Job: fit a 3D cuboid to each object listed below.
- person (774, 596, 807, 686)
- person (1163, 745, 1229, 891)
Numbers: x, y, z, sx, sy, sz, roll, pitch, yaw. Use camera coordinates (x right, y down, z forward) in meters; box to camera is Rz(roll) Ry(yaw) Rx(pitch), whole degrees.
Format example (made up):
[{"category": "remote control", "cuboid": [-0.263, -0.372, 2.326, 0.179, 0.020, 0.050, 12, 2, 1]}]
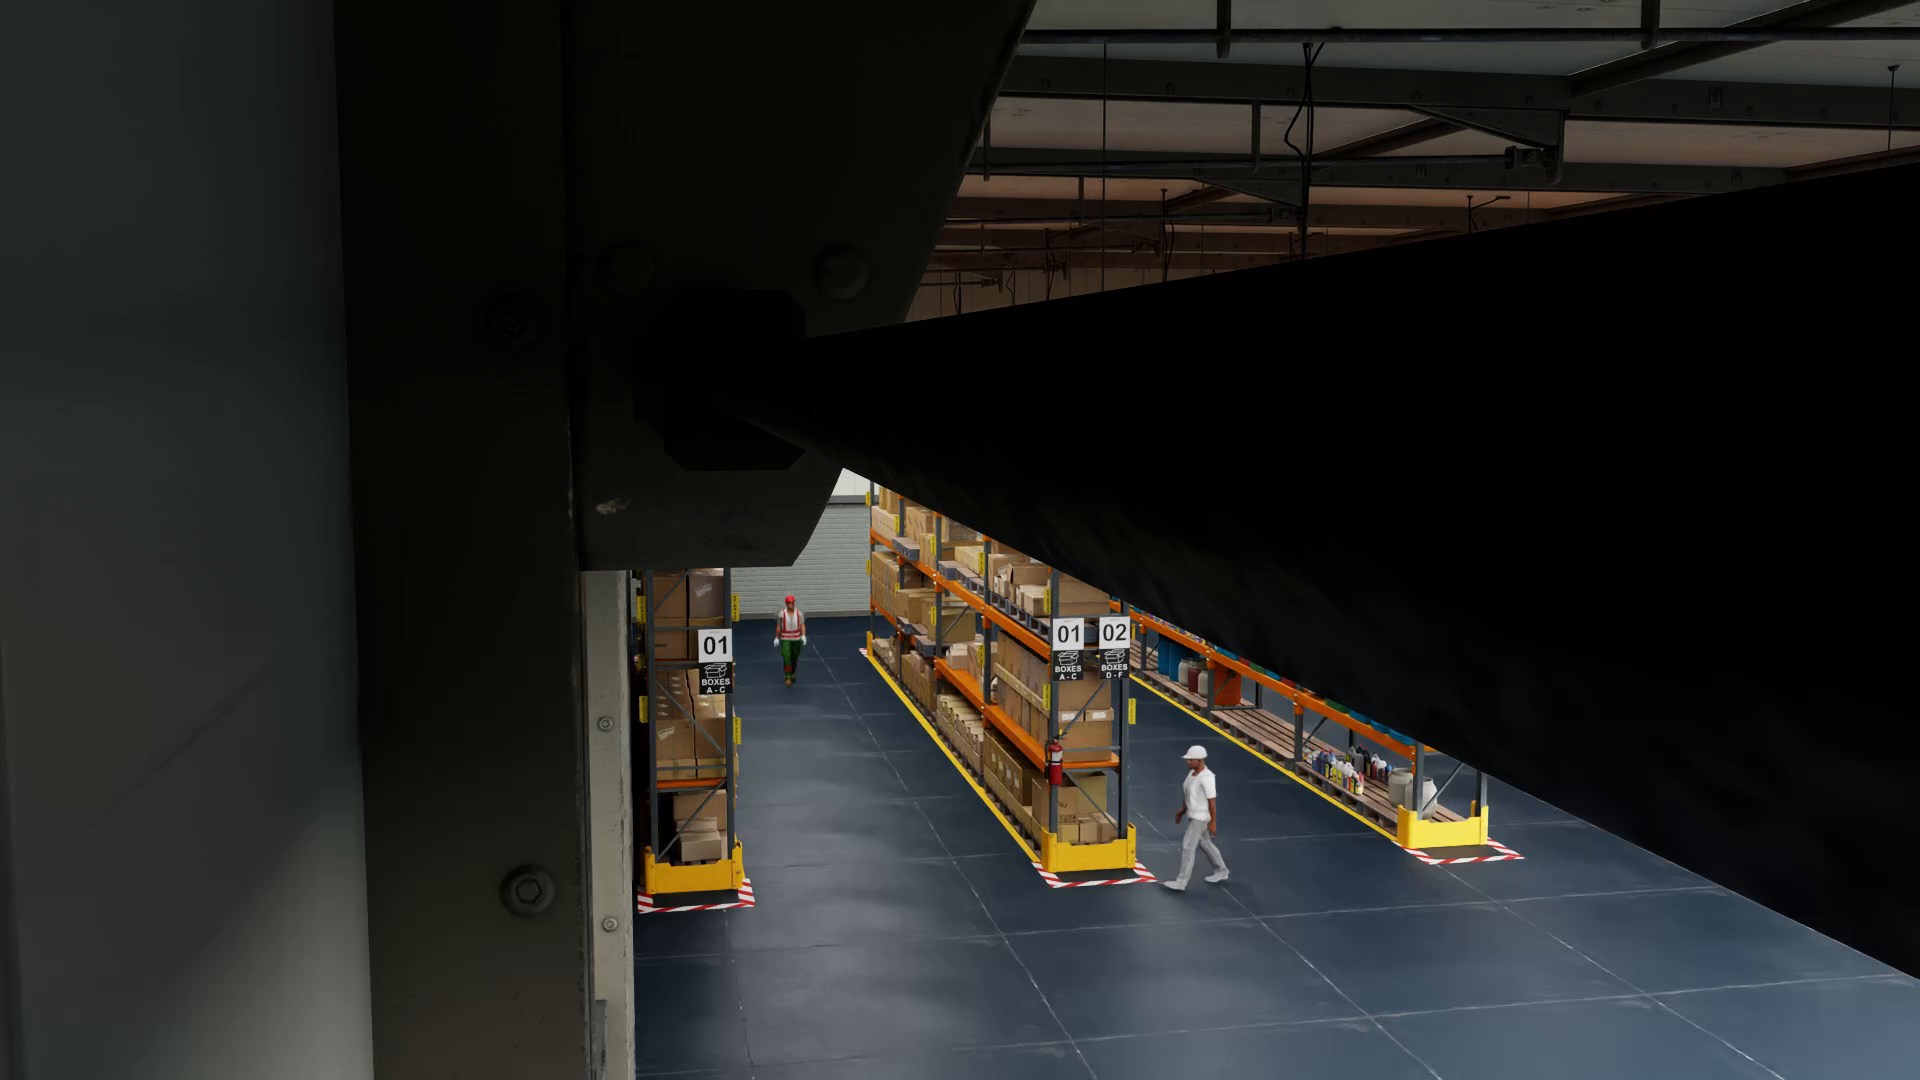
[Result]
[{"category": "person", "cuboid": [-3.369, 1.978, 33.124, 0.607, 1.716, 1.050, -2, 6, -16]}, {"category": "person", "cuboid": [2.874, 3.363, 20.247, 0.878, 1.752, 0.571, -1, 6, -5]}]
